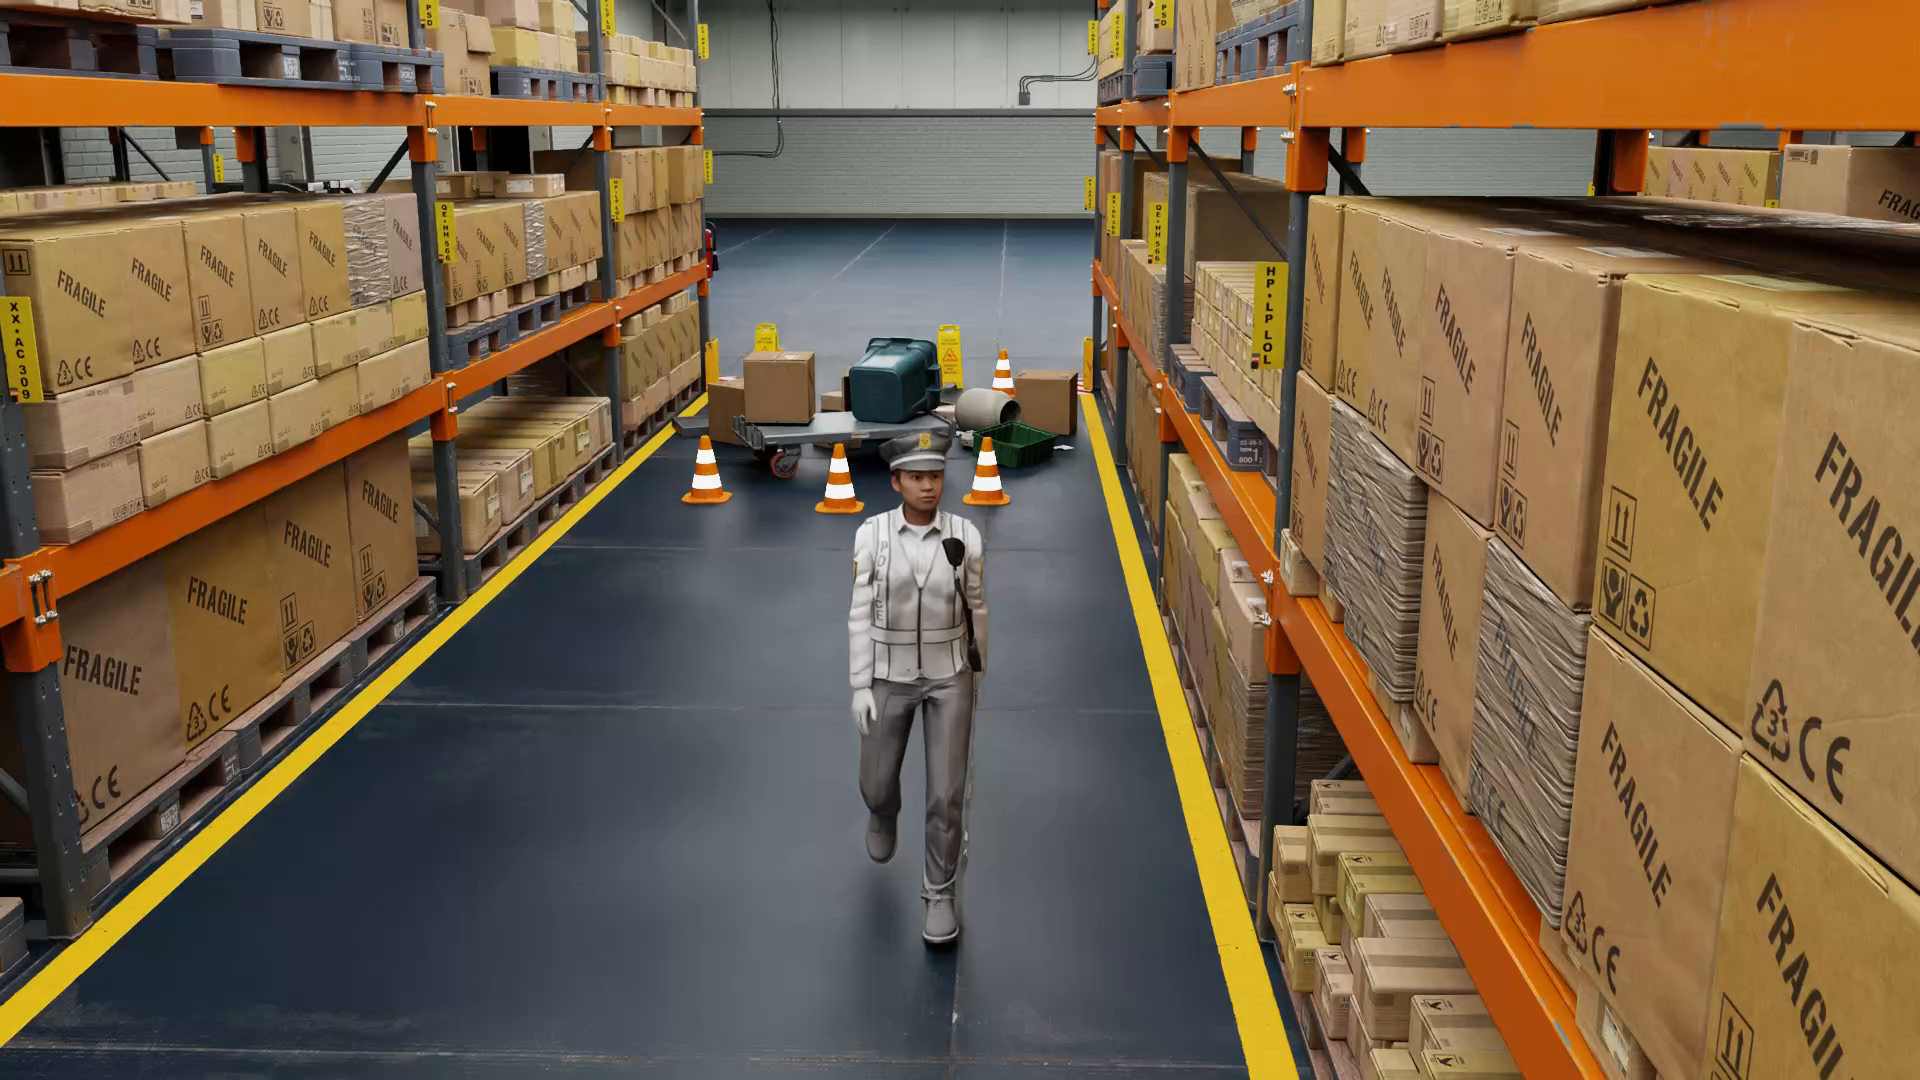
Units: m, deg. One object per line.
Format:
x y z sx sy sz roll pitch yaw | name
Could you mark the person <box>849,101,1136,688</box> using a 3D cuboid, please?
-1.125 -0.910 6.256 6.510 2.360 21.563 0 14 -2 | person
